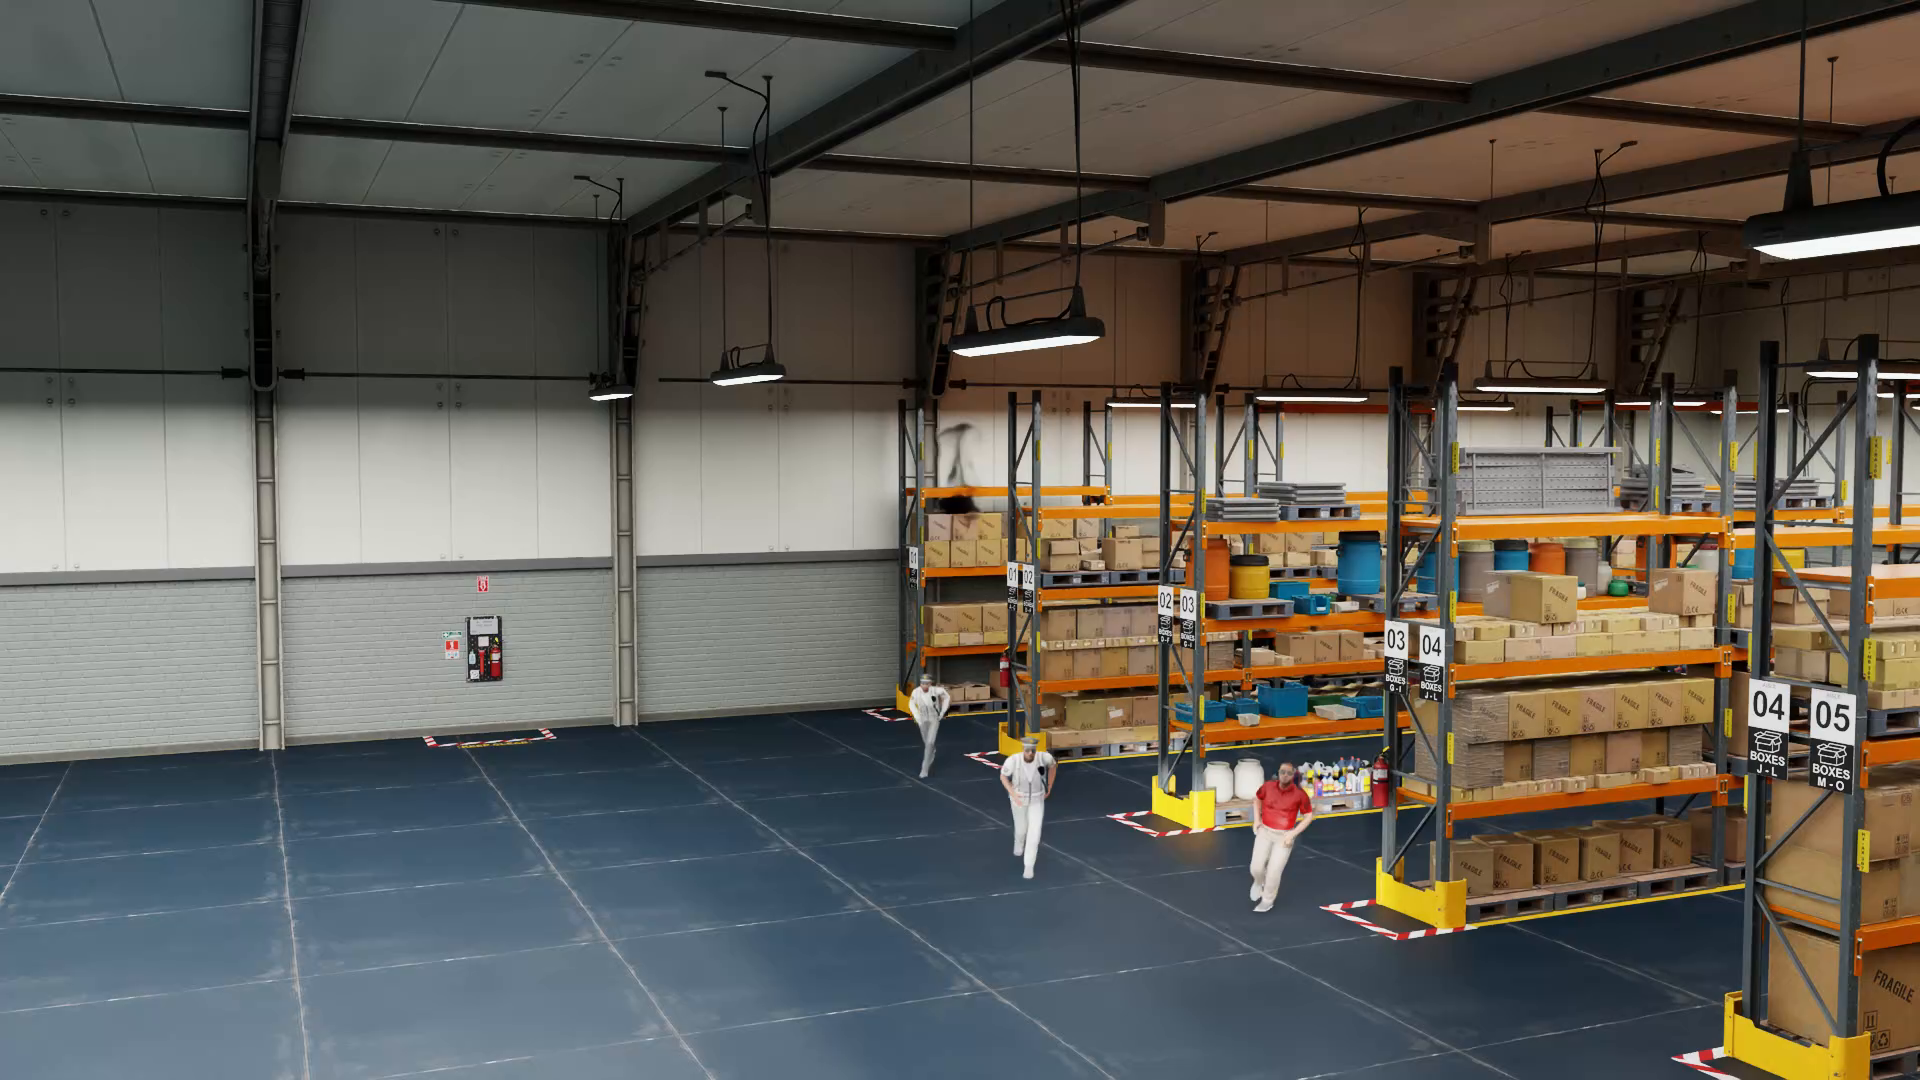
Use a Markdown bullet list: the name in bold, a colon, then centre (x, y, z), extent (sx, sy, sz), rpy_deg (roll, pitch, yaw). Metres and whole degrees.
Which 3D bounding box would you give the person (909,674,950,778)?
- **person**: centre (-0.467, 2.862, 26.042), extent (0.647, 1.627, 0.966), rpy_deg (0, 3, 5)

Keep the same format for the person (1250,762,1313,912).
- **person**: centre (3.518, 3.262, 18.307), extent (0.741, 1.671, 0.570), rpy_deg (2, 4, 25)

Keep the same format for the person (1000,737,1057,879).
- **person**: centre (0.813, 3.169, 20.145), extent (0.693, 1.720, 1.010), rpy_deg (0, 3, -7)

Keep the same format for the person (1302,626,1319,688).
- **person**: centre (6.944, 2.432, 32.919), extent (0.636, 1.570, 0.511), rpy_deg (-2, 4, -26)
